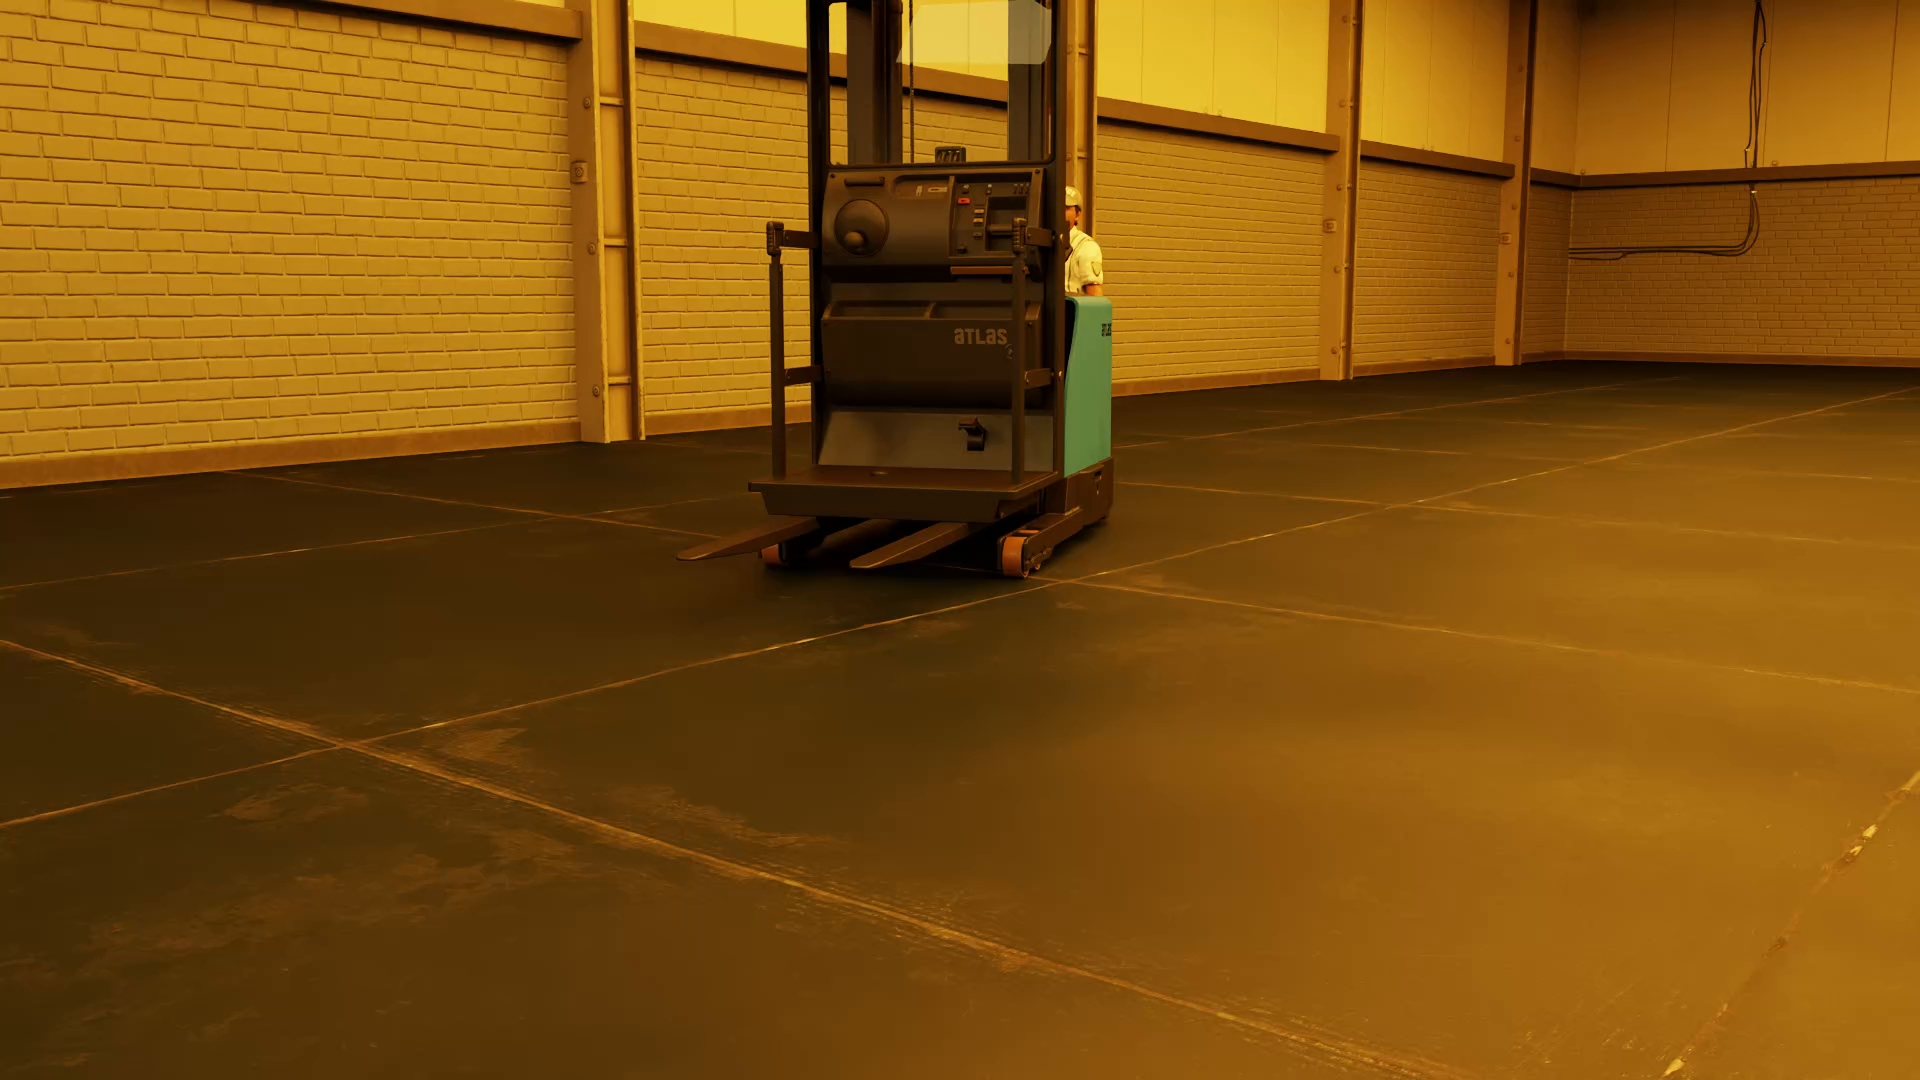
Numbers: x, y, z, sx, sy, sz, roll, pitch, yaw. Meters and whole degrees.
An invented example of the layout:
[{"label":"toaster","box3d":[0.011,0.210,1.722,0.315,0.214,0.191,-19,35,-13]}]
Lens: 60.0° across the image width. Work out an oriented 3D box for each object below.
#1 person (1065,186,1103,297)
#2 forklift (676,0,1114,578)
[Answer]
[{"label":"person","box3d":[0.471,-1.123,9.267,0.599,1.670,0.528,7,11,41]},{"label":"forklift","box3d":[-0.176,-1.366,6.616,1.130,2.935,3.031,3,9,17]}]
